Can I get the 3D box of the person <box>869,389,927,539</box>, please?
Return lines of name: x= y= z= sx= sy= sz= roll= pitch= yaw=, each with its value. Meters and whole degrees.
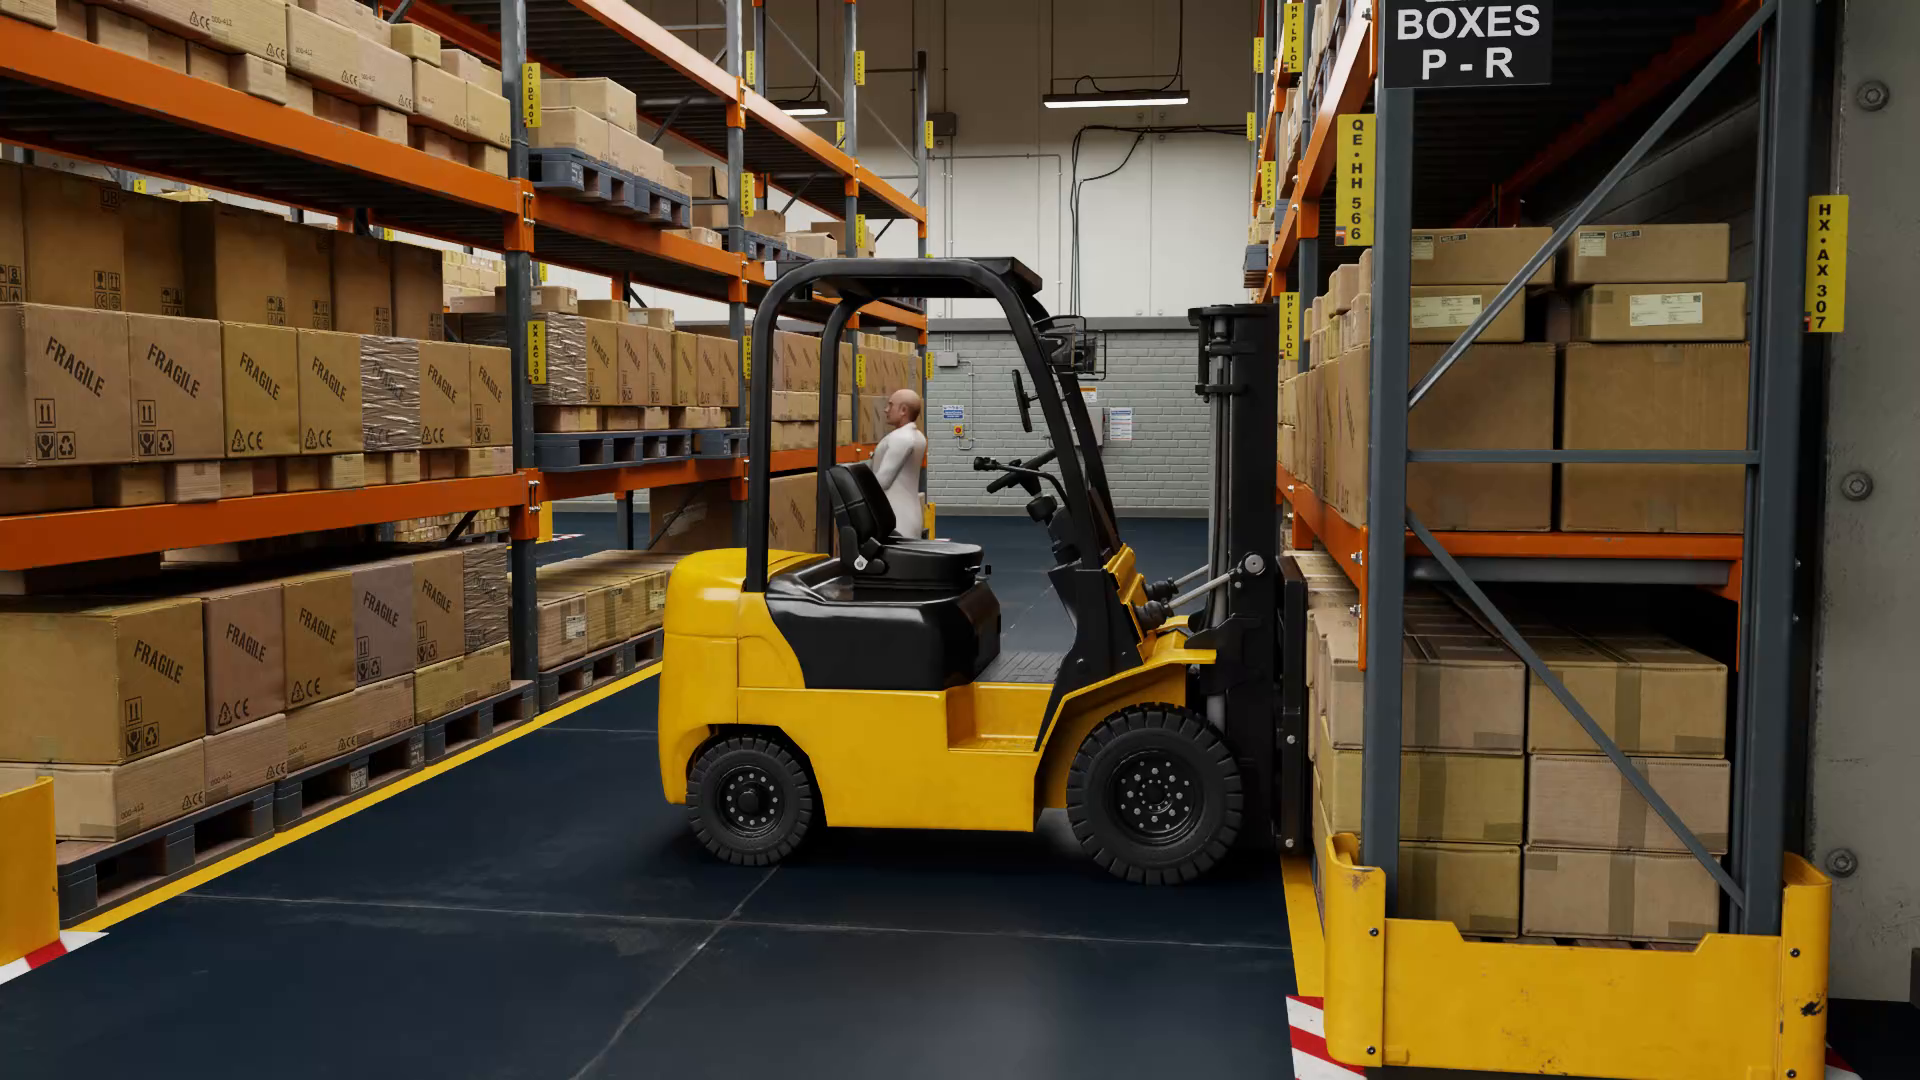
person: x=-0.516 y=-0.089 z=10.787 sx=0.561 sy=1.772 sz=0.529 roll=1 pitch=4 yaw=10
